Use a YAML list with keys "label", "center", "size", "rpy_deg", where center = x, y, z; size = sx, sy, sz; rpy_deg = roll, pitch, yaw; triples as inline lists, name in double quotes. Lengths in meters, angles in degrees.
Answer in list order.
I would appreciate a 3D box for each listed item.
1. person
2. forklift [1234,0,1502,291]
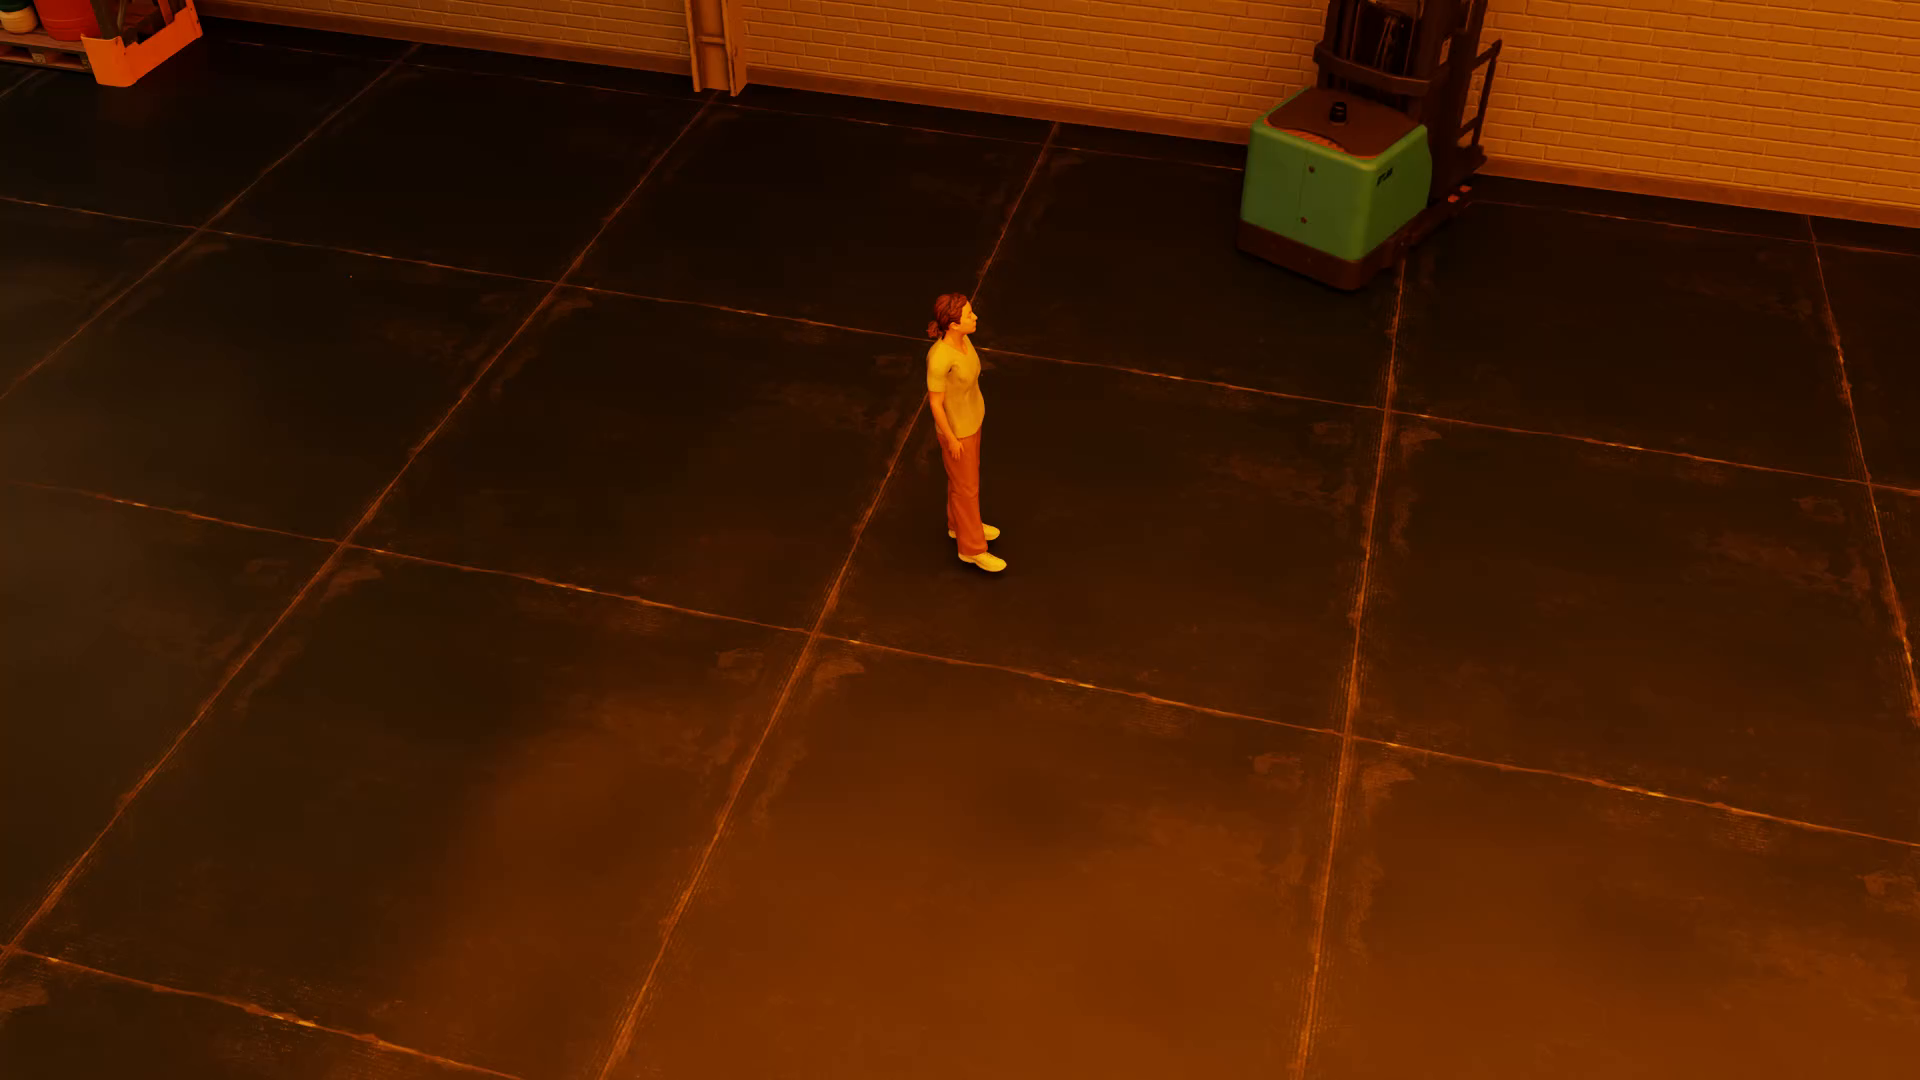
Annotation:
- label: "person"
  center: [0.068, -0.646, 9.479]
  size: [0.548, 1.675, 0.552]
  rpy_deg: [10, 42, 11]
- label: "forklift"
  center: [3.394, -3.811, 12.209]
  size: [1.130, 2.935, 3.031]
  rpy_deg: [29, 49, 29]
